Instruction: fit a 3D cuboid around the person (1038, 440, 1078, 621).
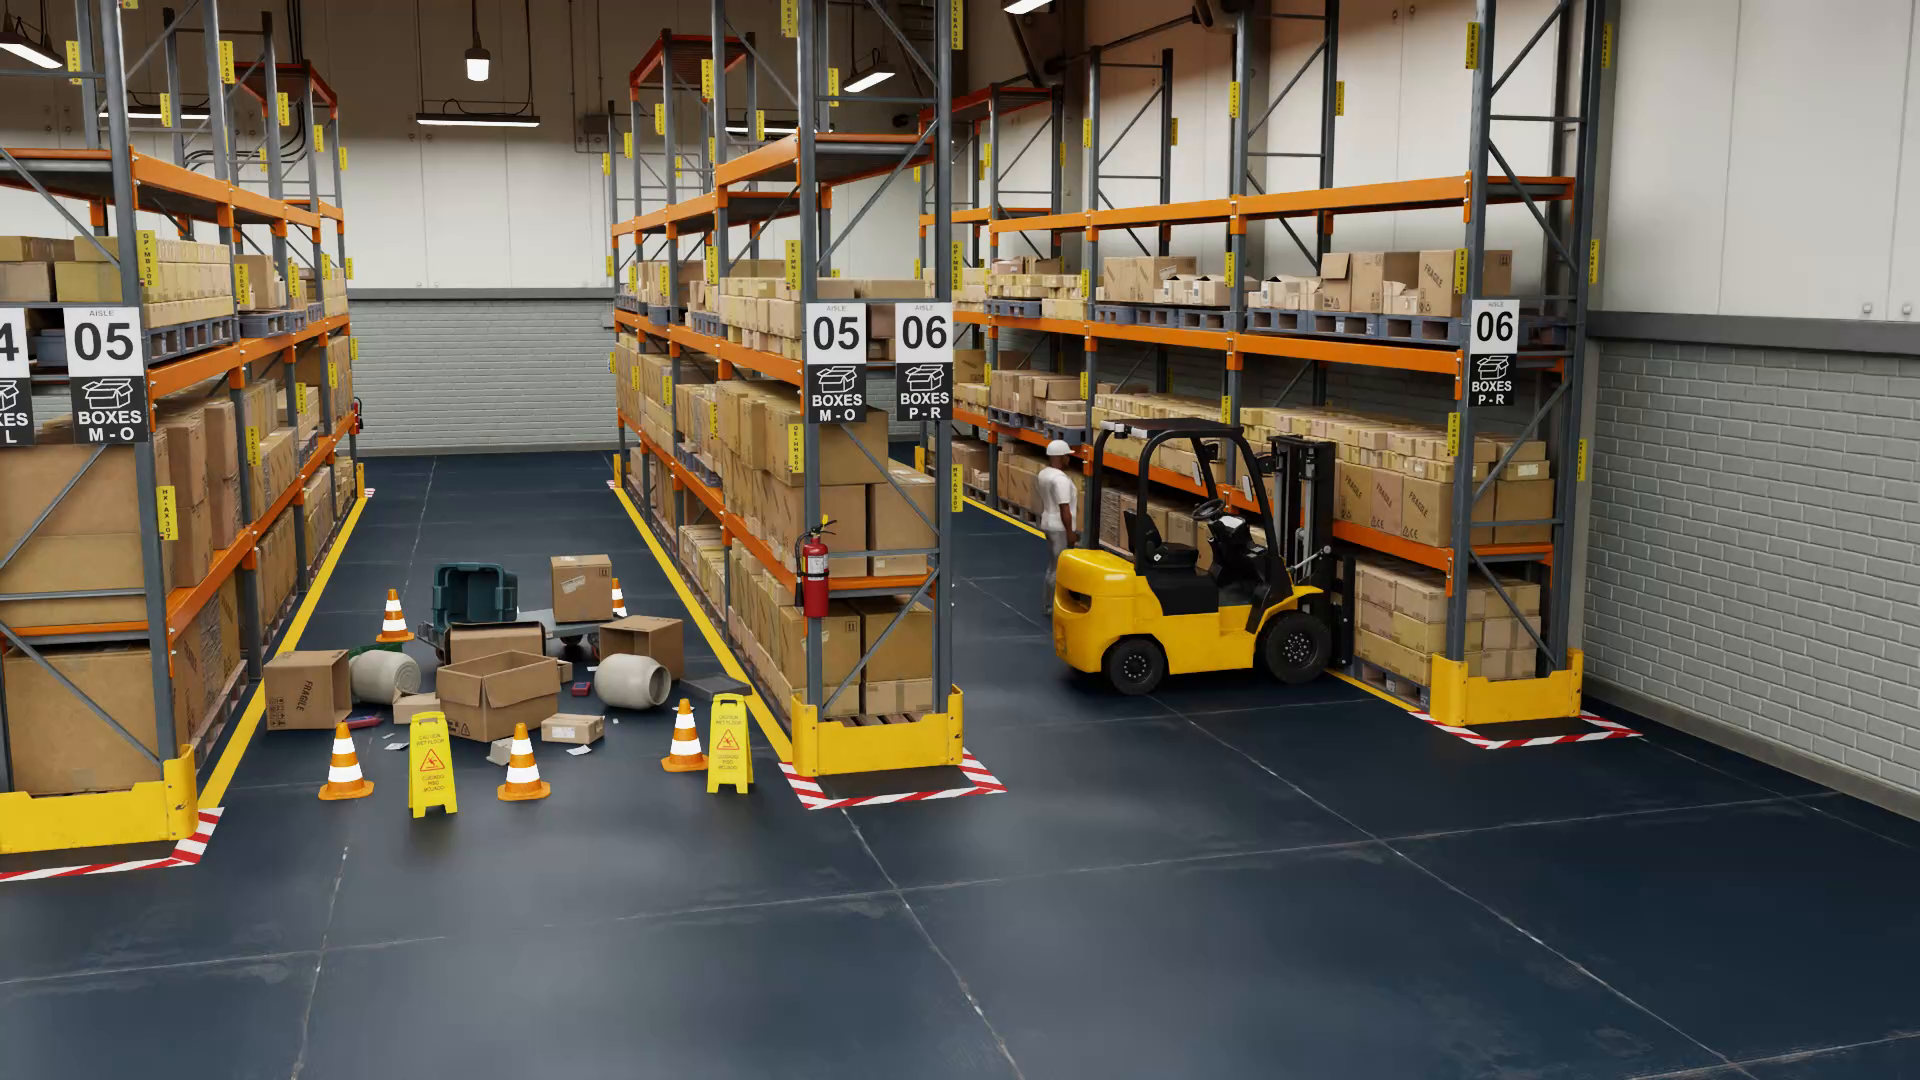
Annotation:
[{"bbox_3d":[0.987,-0.095,16.424,0.372,1.780,0.570,-2,10,-15],"label":"person"}]
